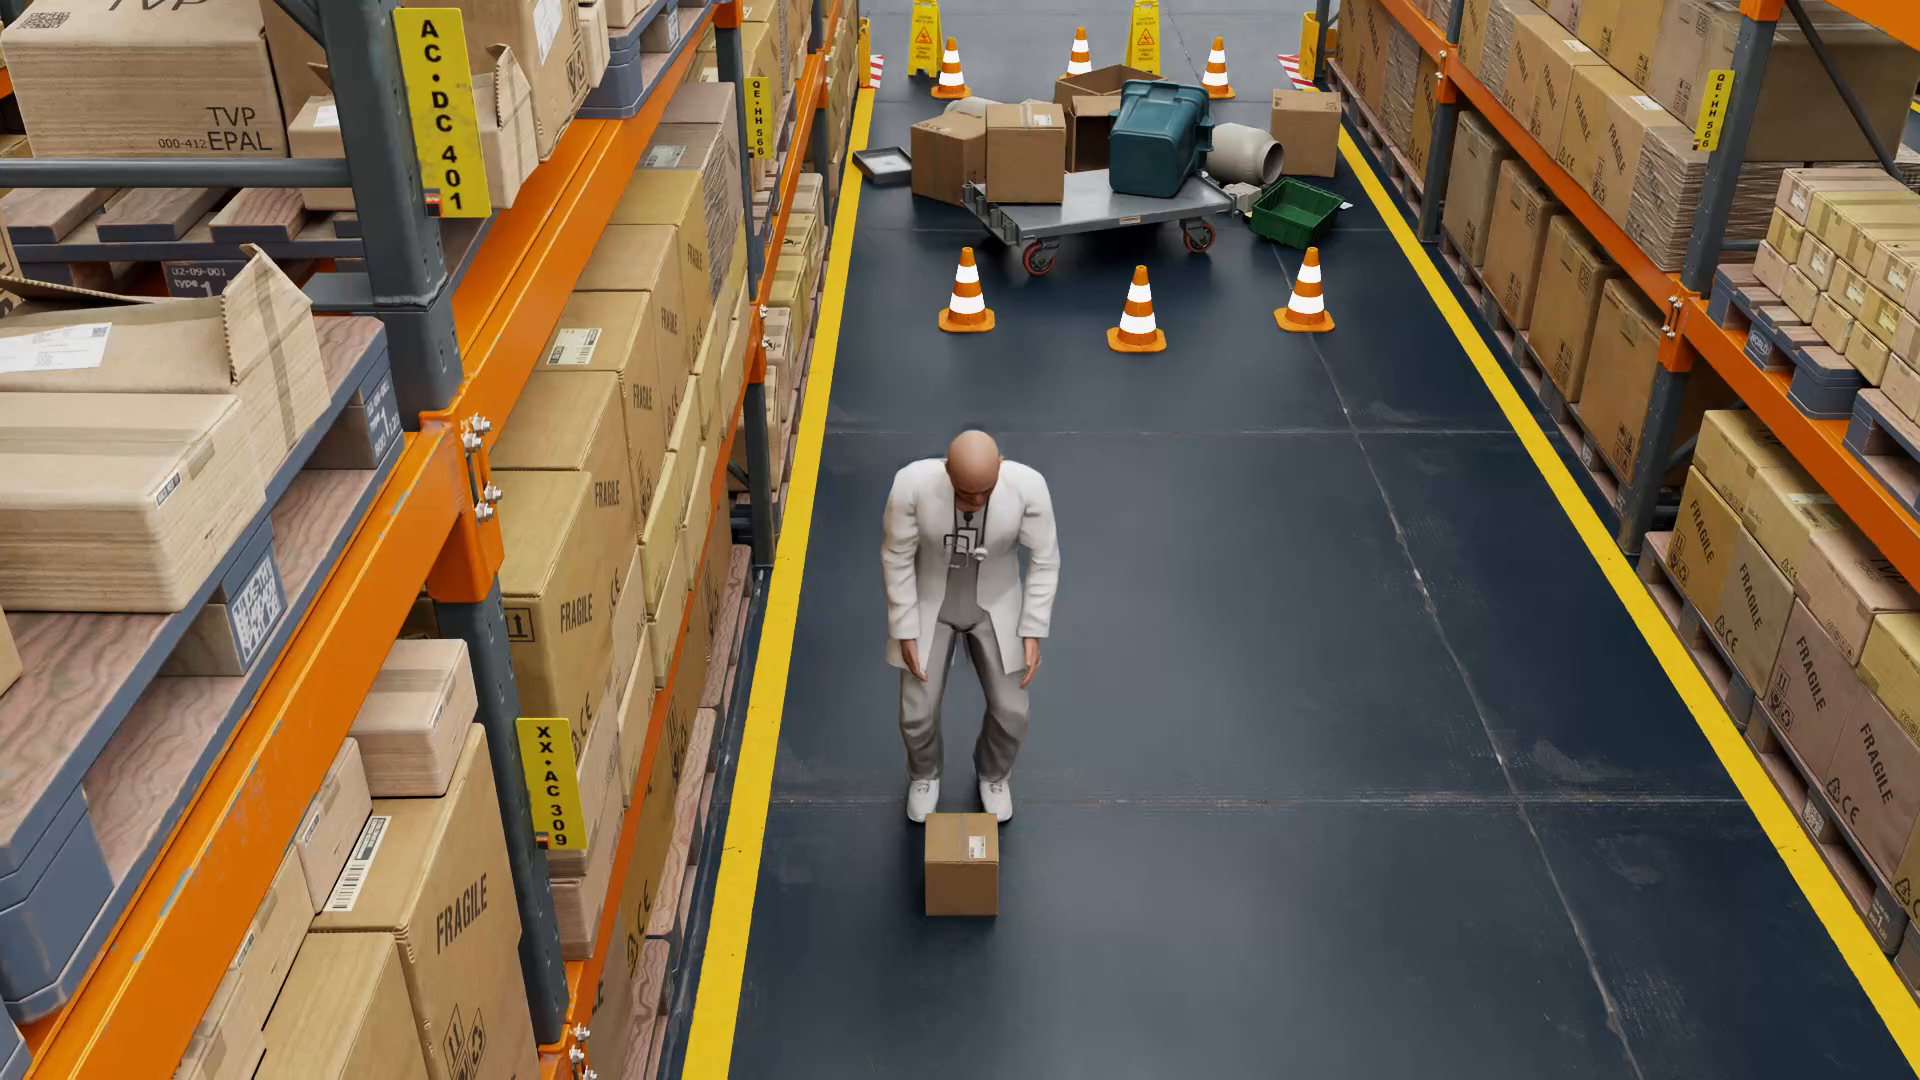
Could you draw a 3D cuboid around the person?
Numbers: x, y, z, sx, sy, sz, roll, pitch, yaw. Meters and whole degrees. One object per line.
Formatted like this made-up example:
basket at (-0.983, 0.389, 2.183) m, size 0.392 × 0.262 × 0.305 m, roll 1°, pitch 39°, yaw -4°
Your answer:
person at (0.034, 0.274, 5.844) m, size 0.617 × 1.634 × 0.543 m, roll 0°, pitch 31°, yaw 0°
